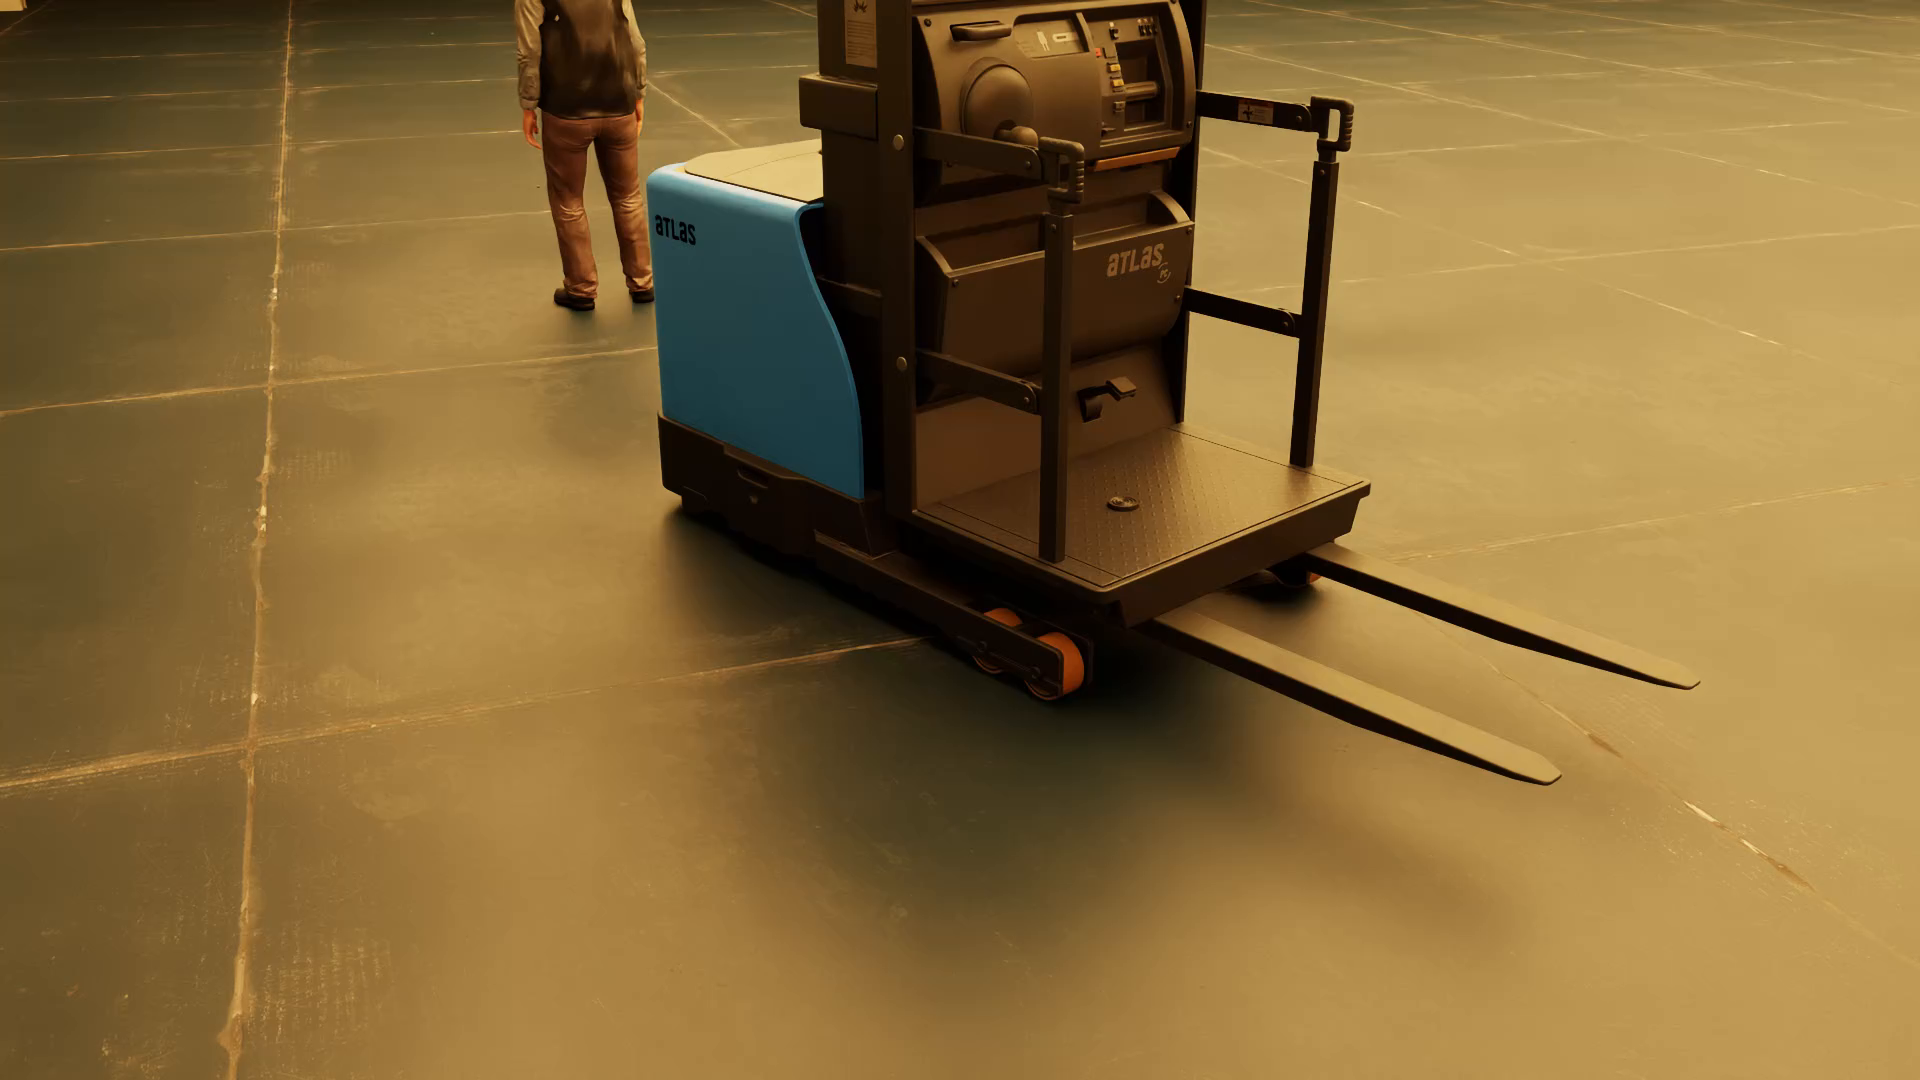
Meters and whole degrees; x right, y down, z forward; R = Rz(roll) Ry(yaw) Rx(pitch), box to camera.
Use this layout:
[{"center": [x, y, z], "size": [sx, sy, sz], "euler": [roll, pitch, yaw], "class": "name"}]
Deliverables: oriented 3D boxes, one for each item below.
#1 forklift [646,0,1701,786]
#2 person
[{"center": [0.409, -1.176, 4.096], "size": [1.130, 2.935, 3.031], "euler": [-19, 30, -38], "class": "forklift"}, {"center": [-1.646, -1.882, 7.337], "size": [0.592, 1.720, 0.426], "euler": [-14, 26, -29], "class": "person"}]
